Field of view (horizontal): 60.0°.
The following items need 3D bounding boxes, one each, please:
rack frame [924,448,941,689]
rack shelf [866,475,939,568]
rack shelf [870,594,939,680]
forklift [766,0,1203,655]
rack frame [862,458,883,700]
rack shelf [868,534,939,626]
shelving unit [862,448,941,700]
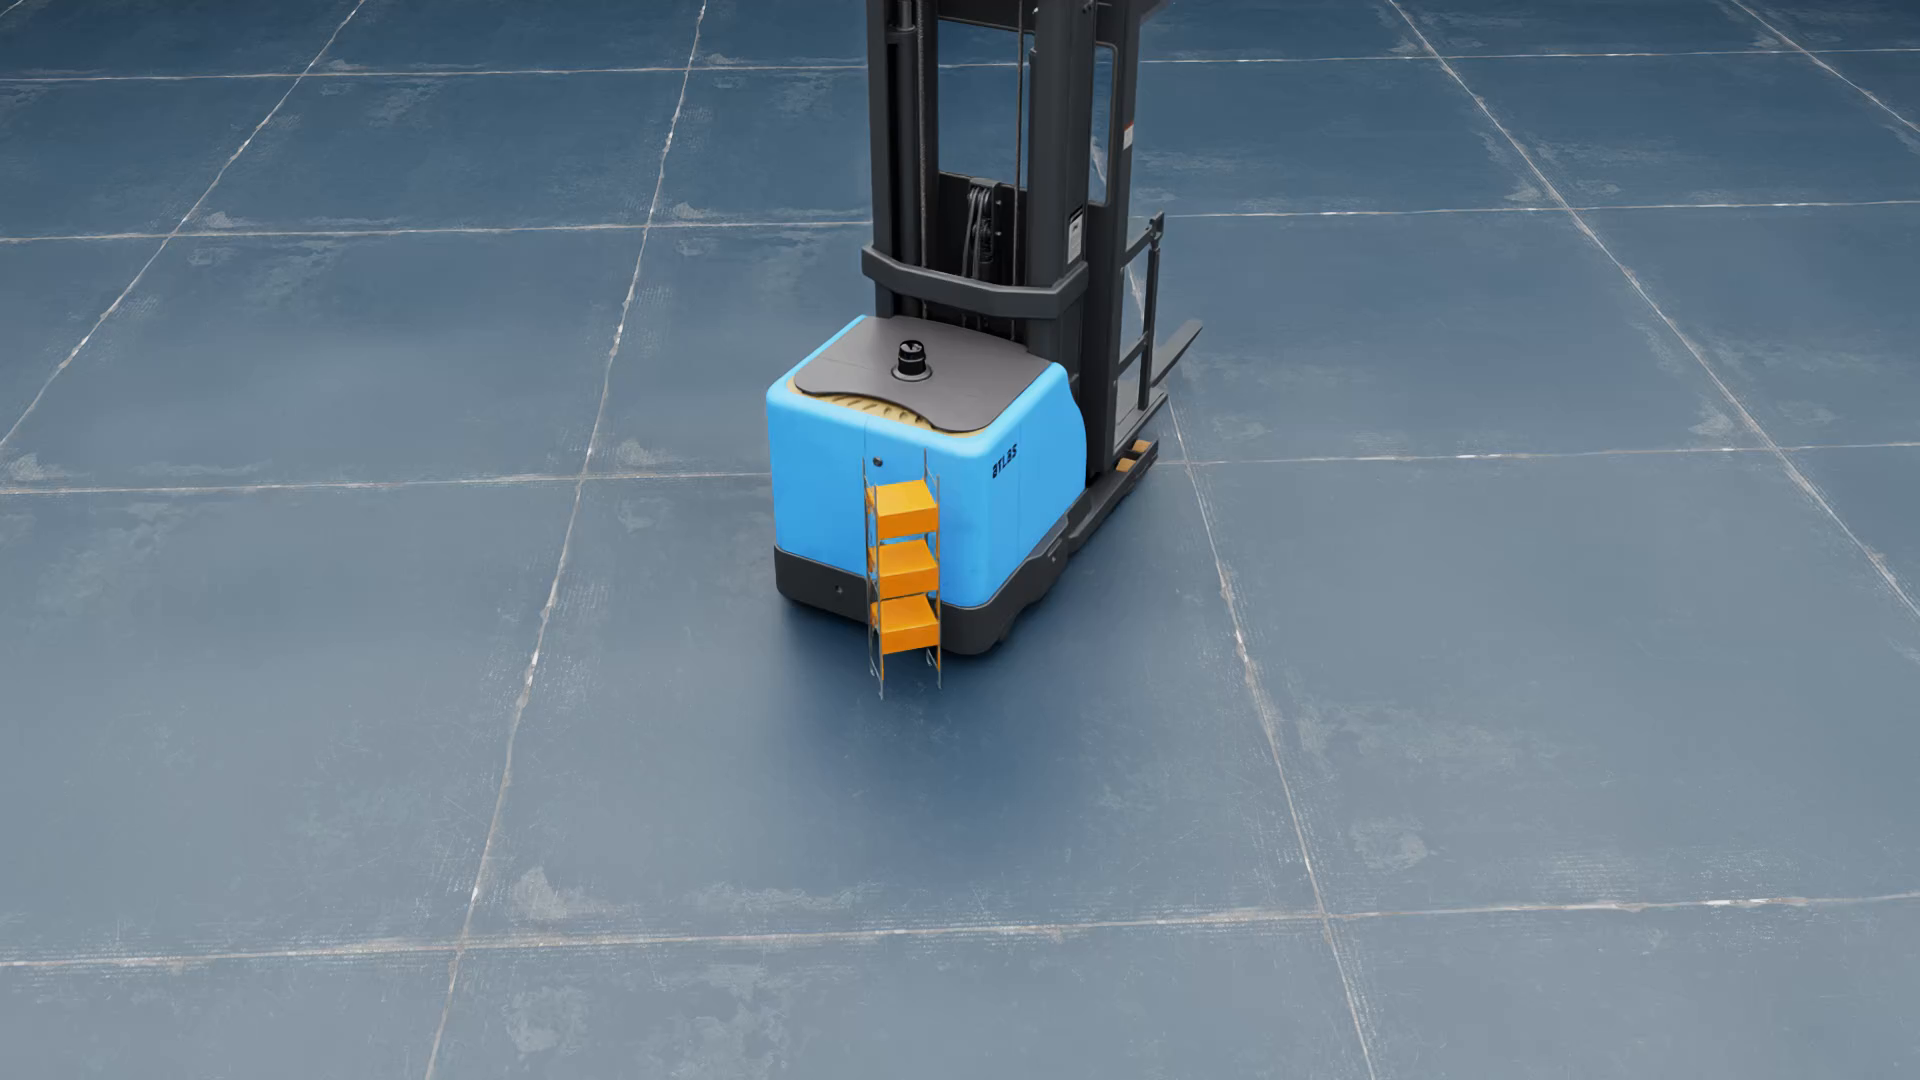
[{"bbox_3d":[-0.110,0.131,6.636,0.008,1.050,0.200,-9,36,-13],"label":"rack frame"},{"bbox_3d":[-0.226,-0.073,6.451,0.240,0.259,0.215,-9,36,-13],"label":"rack shelf"},{"bbox_3d":[-0.228,0.387,6.774,0.240,0.259,0.215,-9,36,-13],"label":"rack shelf"},{"bbox_3d":[0.326,-1.546,7.408,1.130,2.935,3.031,17,38,23],"label":"forklift"},{"bbox_3d":[-0.344,0.170,6.580,0.008,1.050,0.200,-9,36,-13],"label":"rack frame"},{"bbox_3d":[-0.227,0.159,6.614,0.240,0.259,0.215,-9,36,-13],"label":"rack shelf"},{"bbox_3d":[-0.227,0.151,6.608,0.252,1.050,0.215,-9,36,-13],"label":"shelving unit"}]
